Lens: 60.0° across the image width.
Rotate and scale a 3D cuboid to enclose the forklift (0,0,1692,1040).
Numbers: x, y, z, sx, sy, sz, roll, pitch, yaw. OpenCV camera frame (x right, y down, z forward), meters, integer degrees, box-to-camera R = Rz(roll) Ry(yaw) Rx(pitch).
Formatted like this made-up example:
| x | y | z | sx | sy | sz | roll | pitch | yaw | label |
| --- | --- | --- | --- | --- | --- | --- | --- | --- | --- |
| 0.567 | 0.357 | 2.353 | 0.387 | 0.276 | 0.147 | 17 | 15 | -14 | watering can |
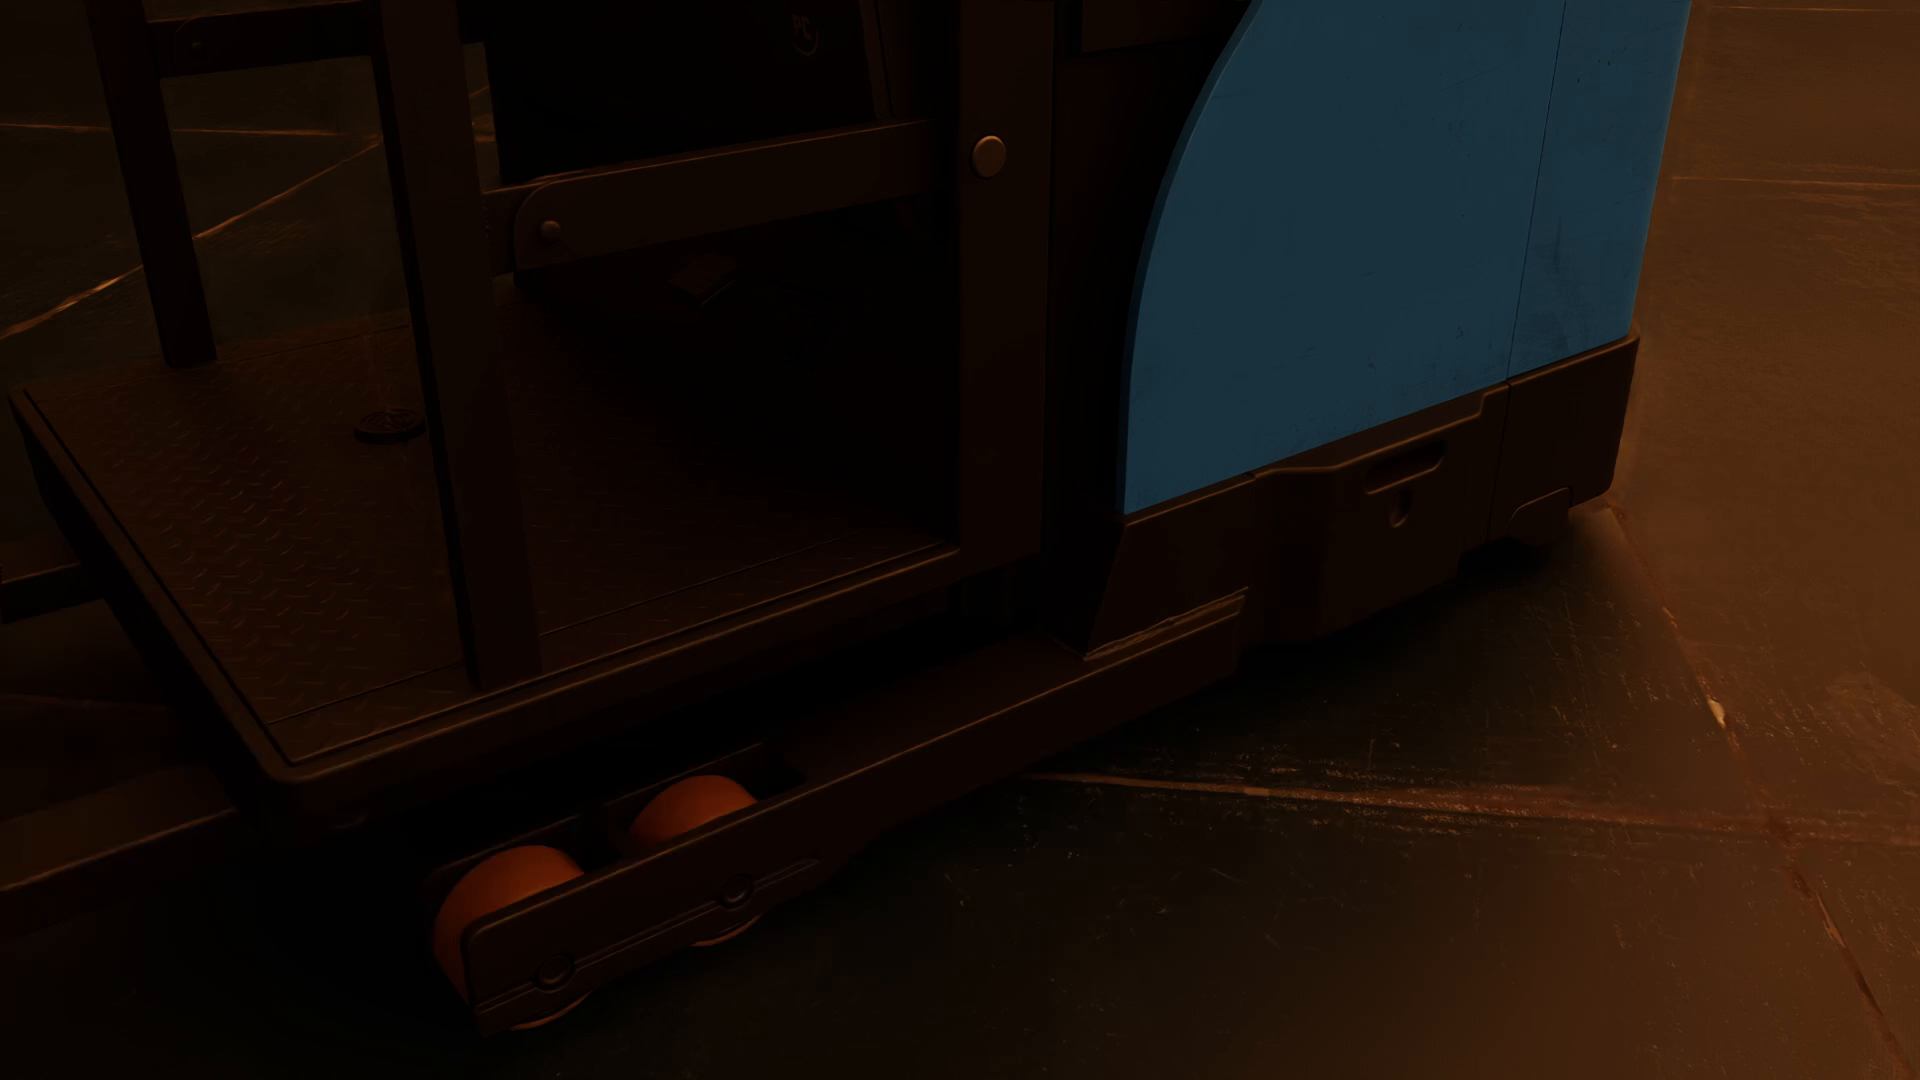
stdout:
| x | y | z | sx | sy | sz | roll | pitch | yaw | label |
| --- | --- | --- | --- | --- | --- | --- | --- | --- | --- |
| -0.488 | -1.118 | 1.458 | 3.031 | 2.935 | 1.130 | -19 | 32 | -33 | forklift |
